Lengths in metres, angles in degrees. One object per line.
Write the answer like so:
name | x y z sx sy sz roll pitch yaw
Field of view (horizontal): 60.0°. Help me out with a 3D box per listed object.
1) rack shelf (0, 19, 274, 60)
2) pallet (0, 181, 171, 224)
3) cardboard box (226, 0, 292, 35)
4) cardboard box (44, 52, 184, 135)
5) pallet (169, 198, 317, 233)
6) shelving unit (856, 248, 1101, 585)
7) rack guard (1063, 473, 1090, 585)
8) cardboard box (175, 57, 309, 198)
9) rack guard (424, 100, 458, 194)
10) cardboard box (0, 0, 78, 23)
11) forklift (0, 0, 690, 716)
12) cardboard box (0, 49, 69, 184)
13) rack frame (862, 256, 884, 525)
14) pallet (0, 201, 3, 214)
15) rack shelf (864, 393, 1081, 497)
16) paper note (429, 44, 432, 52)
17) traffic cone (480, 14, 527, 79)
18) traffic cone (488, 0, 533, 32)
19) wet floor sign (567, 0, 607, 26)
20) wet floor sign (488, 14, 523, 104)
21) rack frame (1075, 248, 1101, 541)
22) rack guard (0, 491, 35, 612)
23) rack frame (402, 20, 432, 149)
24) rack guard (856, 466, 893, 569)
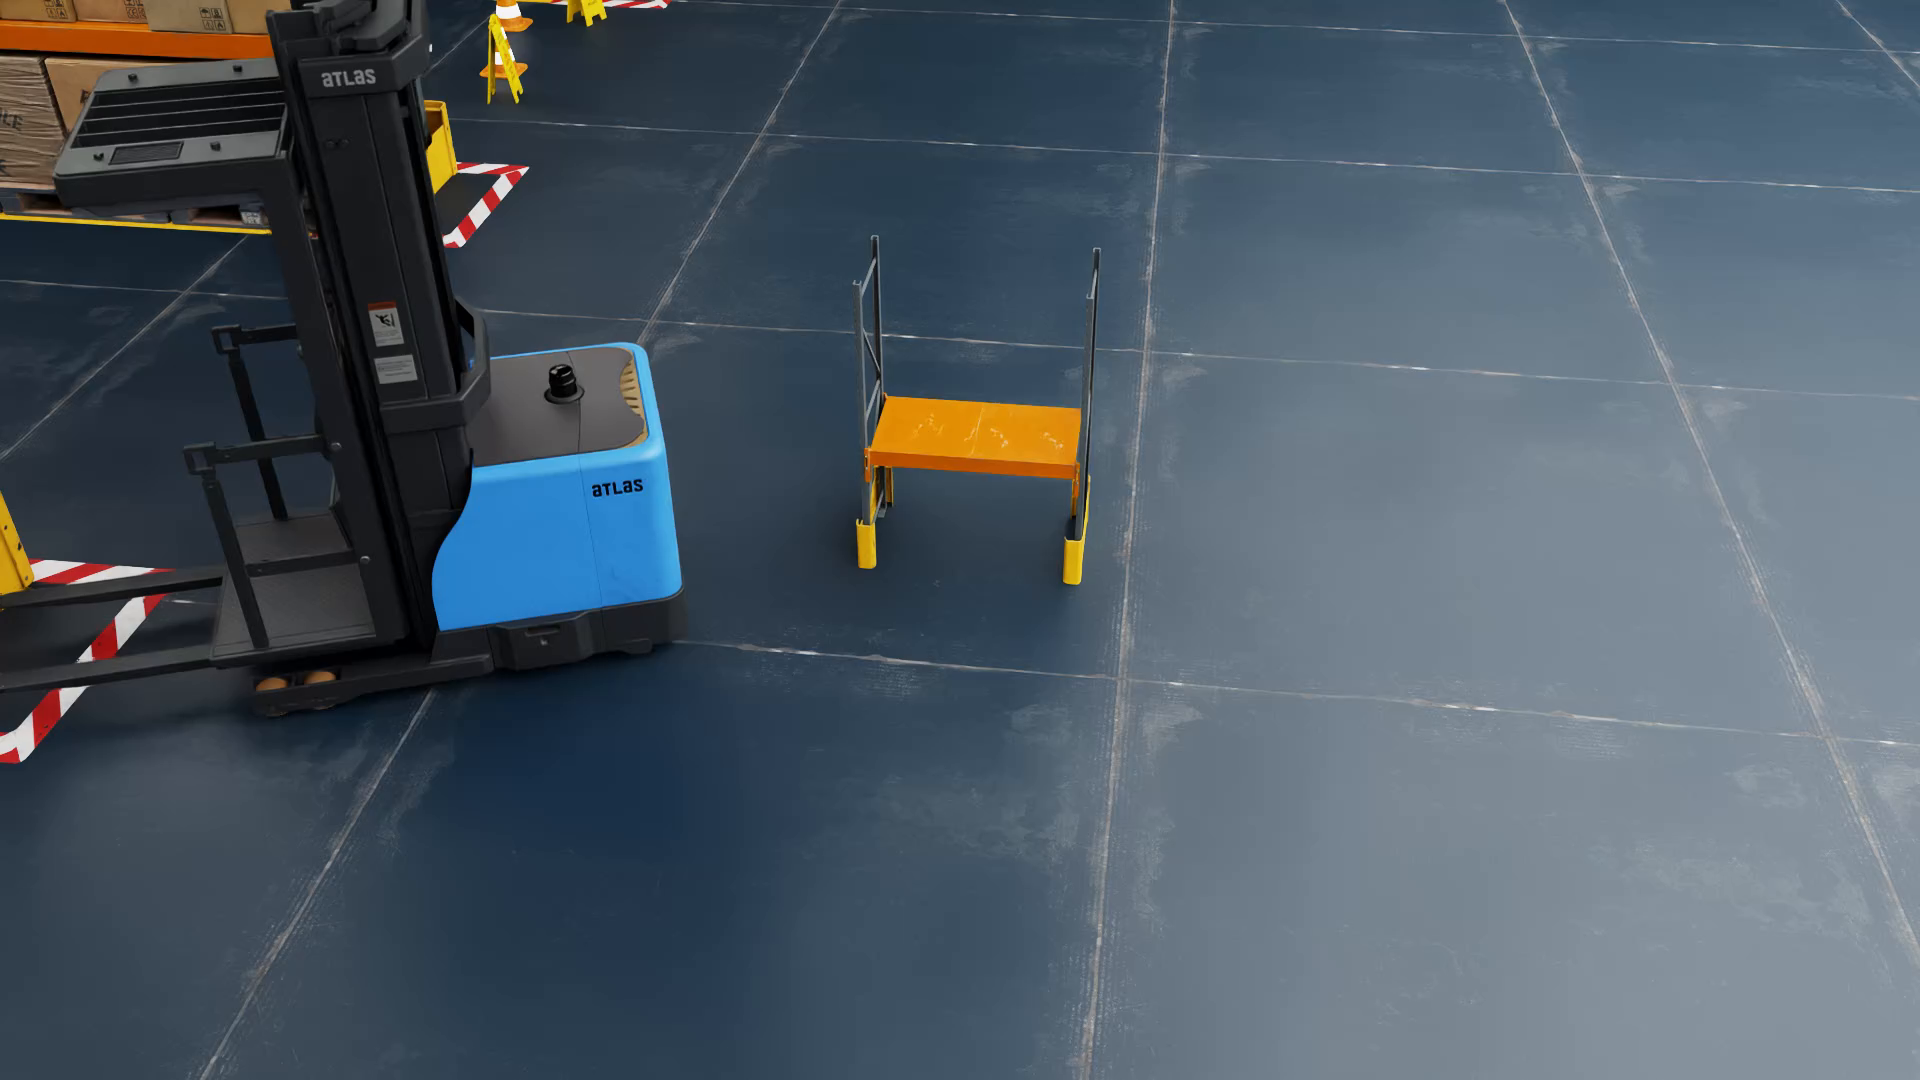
rack shelf | -5.859 -3.436 11.102 4.000 0.370 1.077 4 36 6
pallet | -5.885 -2.552 11.644 1.213 0.211 1.003 4 36 6
cardboard box | -4.249 -3.643 10.644 0.550 0.550 0.875 4 36 6
cardboard box | -5.430 -2.963 11.287 0.875 0.875 0.875 4 36 5
pallet | -4.679 -2.460 11.515 1.213 0.211 1.003 4 36 6
shelving unit | 0.076 -0.605 7.806 1.083 1.500 0.587 4 36 6
rack guard | 0.570 -0.059 8.118 0.087 0.250 0.587 4 36 6
cardboard box | -4.557 -2.899 11.197 0.875 0.875 0.875 4 36 6
rack guard | -3.852 -2.562 11.409 0.348 0.500 1.175 4 36 6
cardboard box | -5.868 -3.801 10.864 0.500 0.550 0.875 4 36 6
forklift | -2.805 -0.771 6.807 3.031 2.935 1.130 -8 36 -11
cardboard box | -6.334 -3.032 11.383 0.875 0.875 0.875 5 36 6
rack frame | -0.419 -0.643 7.859 0.013 1.308 0.475 4 36 6
pallet | -7.099 -2.640 11.768 1.213 0.211 1.003 4 36 6
rack shelf | 0.085 -0.458 7.910 1.000 0.185 0.538 4 36 6
paper note | -4.537 -4.155 14.046 0.142 0.019 0.148 -7 36 -10
traffic cone | -3.740 -4.032 13.501 0.334 0.463 0.336 4 36 6
traffic cone | -3.936 -4.696 14.432 0.334 0.463 0.336 4 36 6
wet floor sign | -3.293 -4.852 14.492 0.232 0.644 0.267 17 39 22
wet floor sign | -3.595 -3.761 12.965 0.232 0.644 0.267 -2 36 -2
rack frame | 0.589 -0.567 7.753 0.032 1.500 0.500 4 36 6
rack guard | -4.683 0.281 7.425 0.348 0.500 1.175 4 36 6
rack frame | -3.876 -3.581 10.685 0.127 3.000 1.000 4 36 6
rack guard | -0.418 -0.133 8.221 0.087 0.250 0.587 4 36 6
